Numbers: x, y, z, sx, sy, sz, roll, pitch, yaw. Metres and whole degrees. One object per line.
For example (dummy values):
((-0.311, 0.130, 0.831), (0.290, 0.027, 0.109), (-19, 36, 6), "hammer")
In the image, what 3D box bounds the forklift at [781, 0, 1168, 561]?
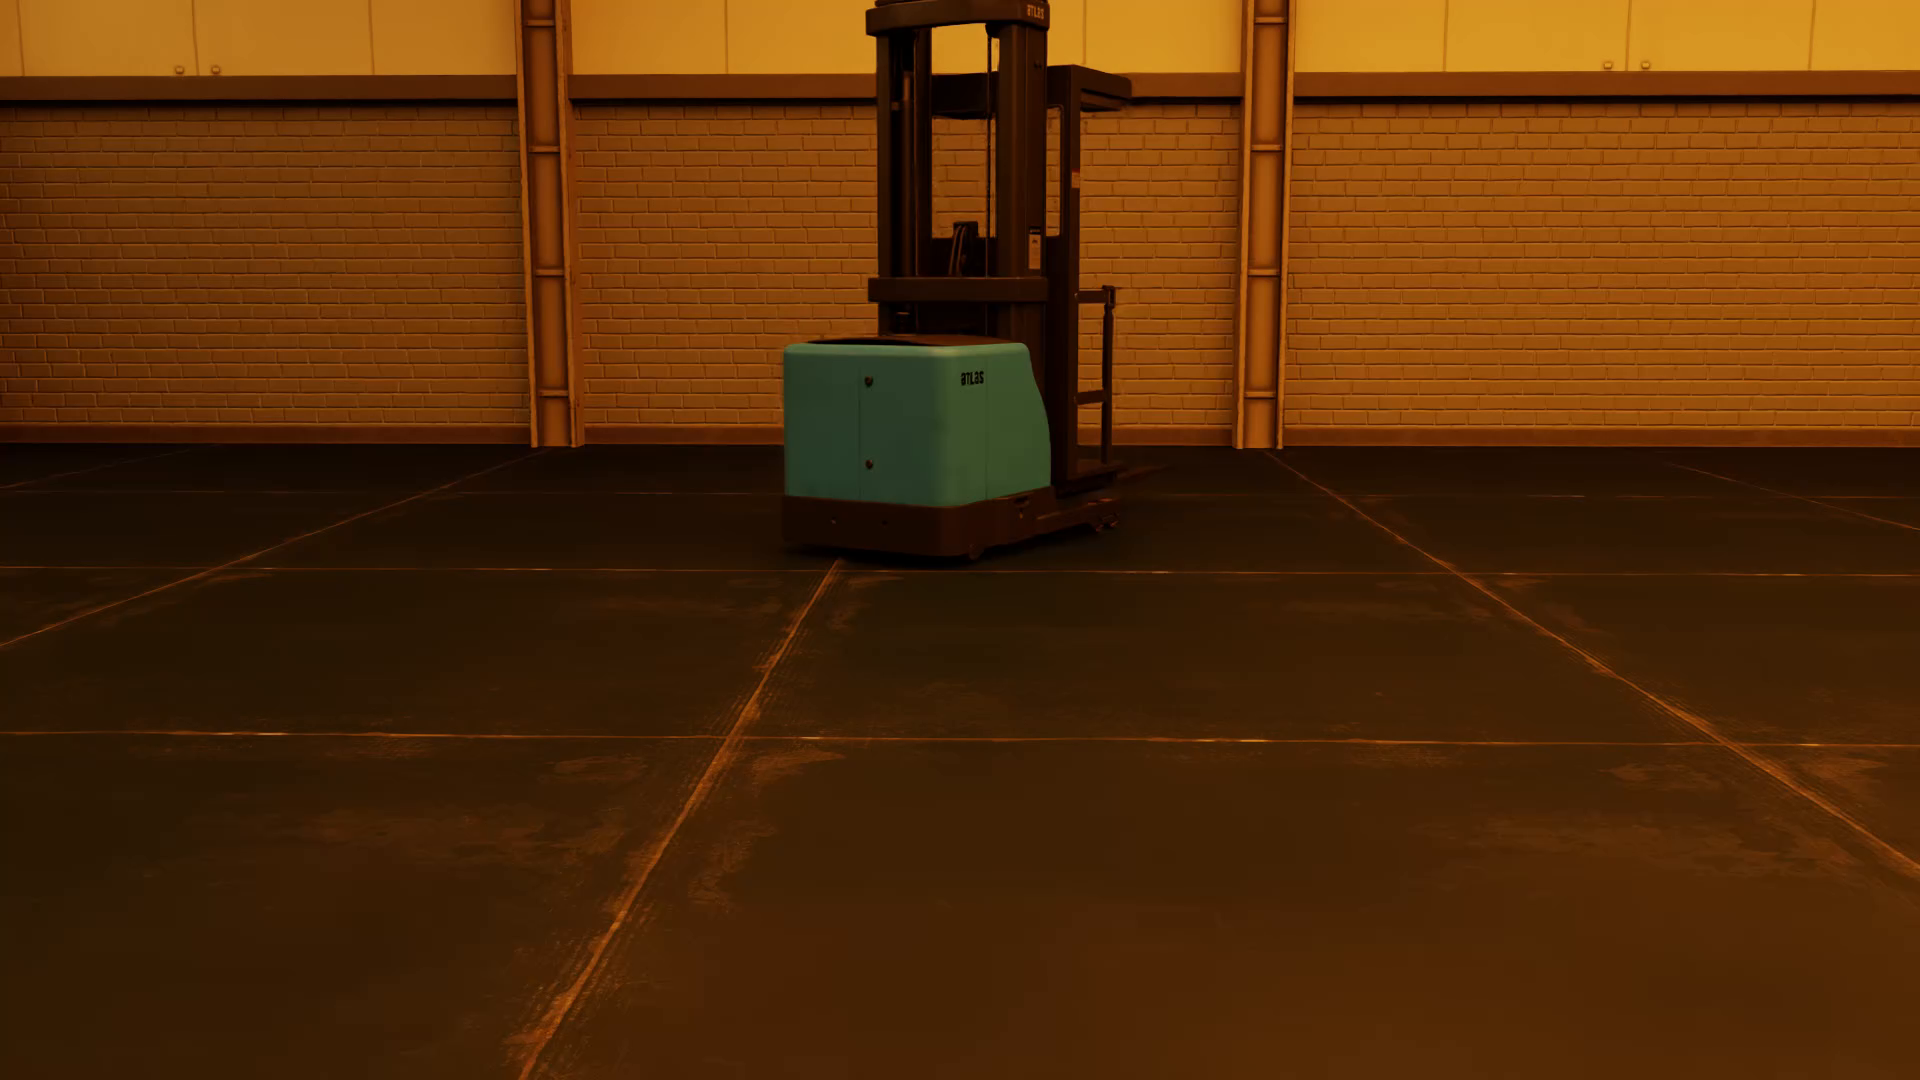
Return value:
((0.270, -1.528, 9.299), (1.130, 2.935, 3.031), (5, 10, 30), "forklift")
